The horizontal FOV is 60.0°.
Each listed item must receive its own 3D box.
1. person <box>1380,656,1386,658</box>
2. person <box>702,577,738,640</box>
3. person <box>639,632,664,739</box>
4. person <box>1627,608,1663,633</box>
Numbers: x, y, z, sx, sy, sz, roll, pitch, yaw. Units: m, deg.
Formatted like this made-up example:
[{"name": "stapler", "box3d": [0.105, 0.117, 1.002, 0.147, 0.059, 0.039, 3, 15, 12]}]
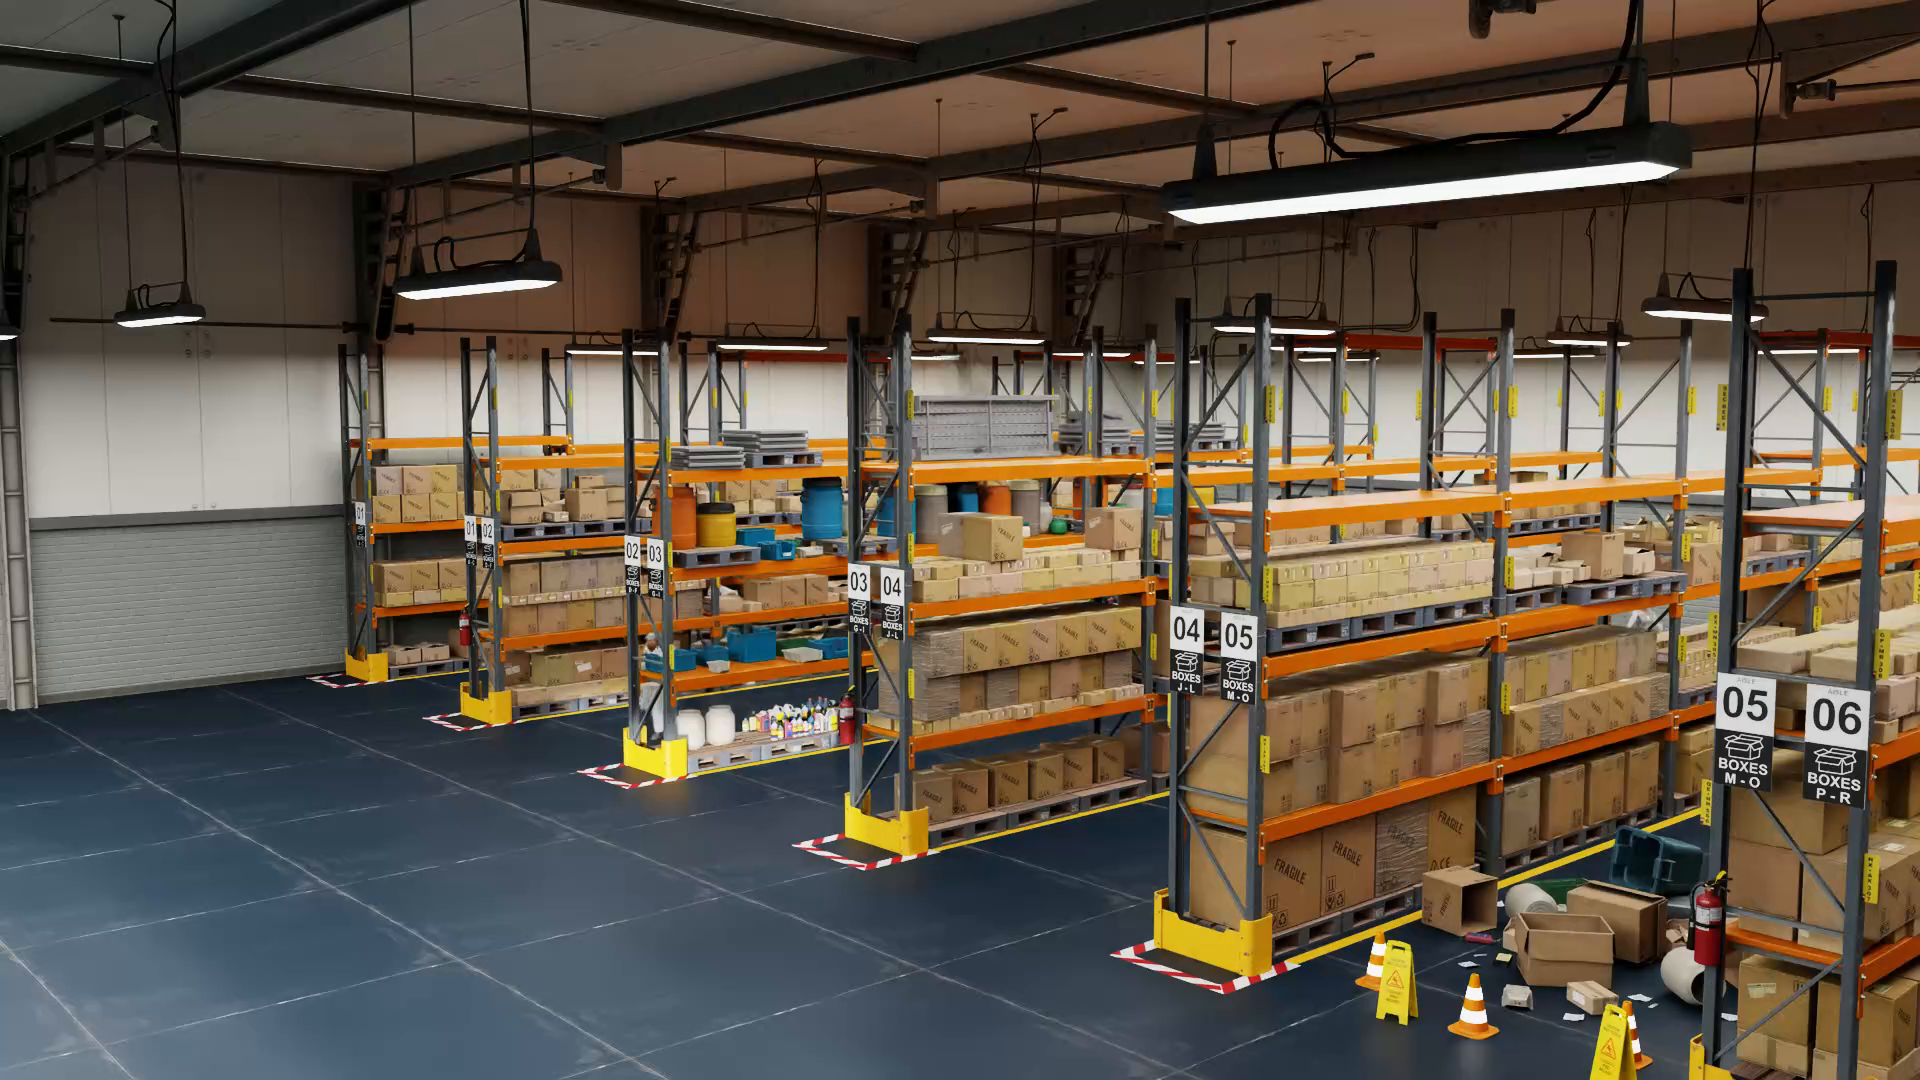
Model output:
[{"name": "person", "box3d": [5.758, 2.362, 22.528, 0.627, 1.619, 0.645, 5, 7, 42]}, {"name": "person", "box3d": [-4.489, 1.495, 31.109, 0.909, 1.813, 0.608, -4, 7, -41]}, {"name": "person", "box3d": [-4.563, 2.163, 24.722, 0.645, 1.619, 0.623, 4, 6, 34]}, {"name": "person", "box3d": [12.156, 1.777, 29.357, 0.596, 1.550, 0.477, -1, 5, -12]}]
